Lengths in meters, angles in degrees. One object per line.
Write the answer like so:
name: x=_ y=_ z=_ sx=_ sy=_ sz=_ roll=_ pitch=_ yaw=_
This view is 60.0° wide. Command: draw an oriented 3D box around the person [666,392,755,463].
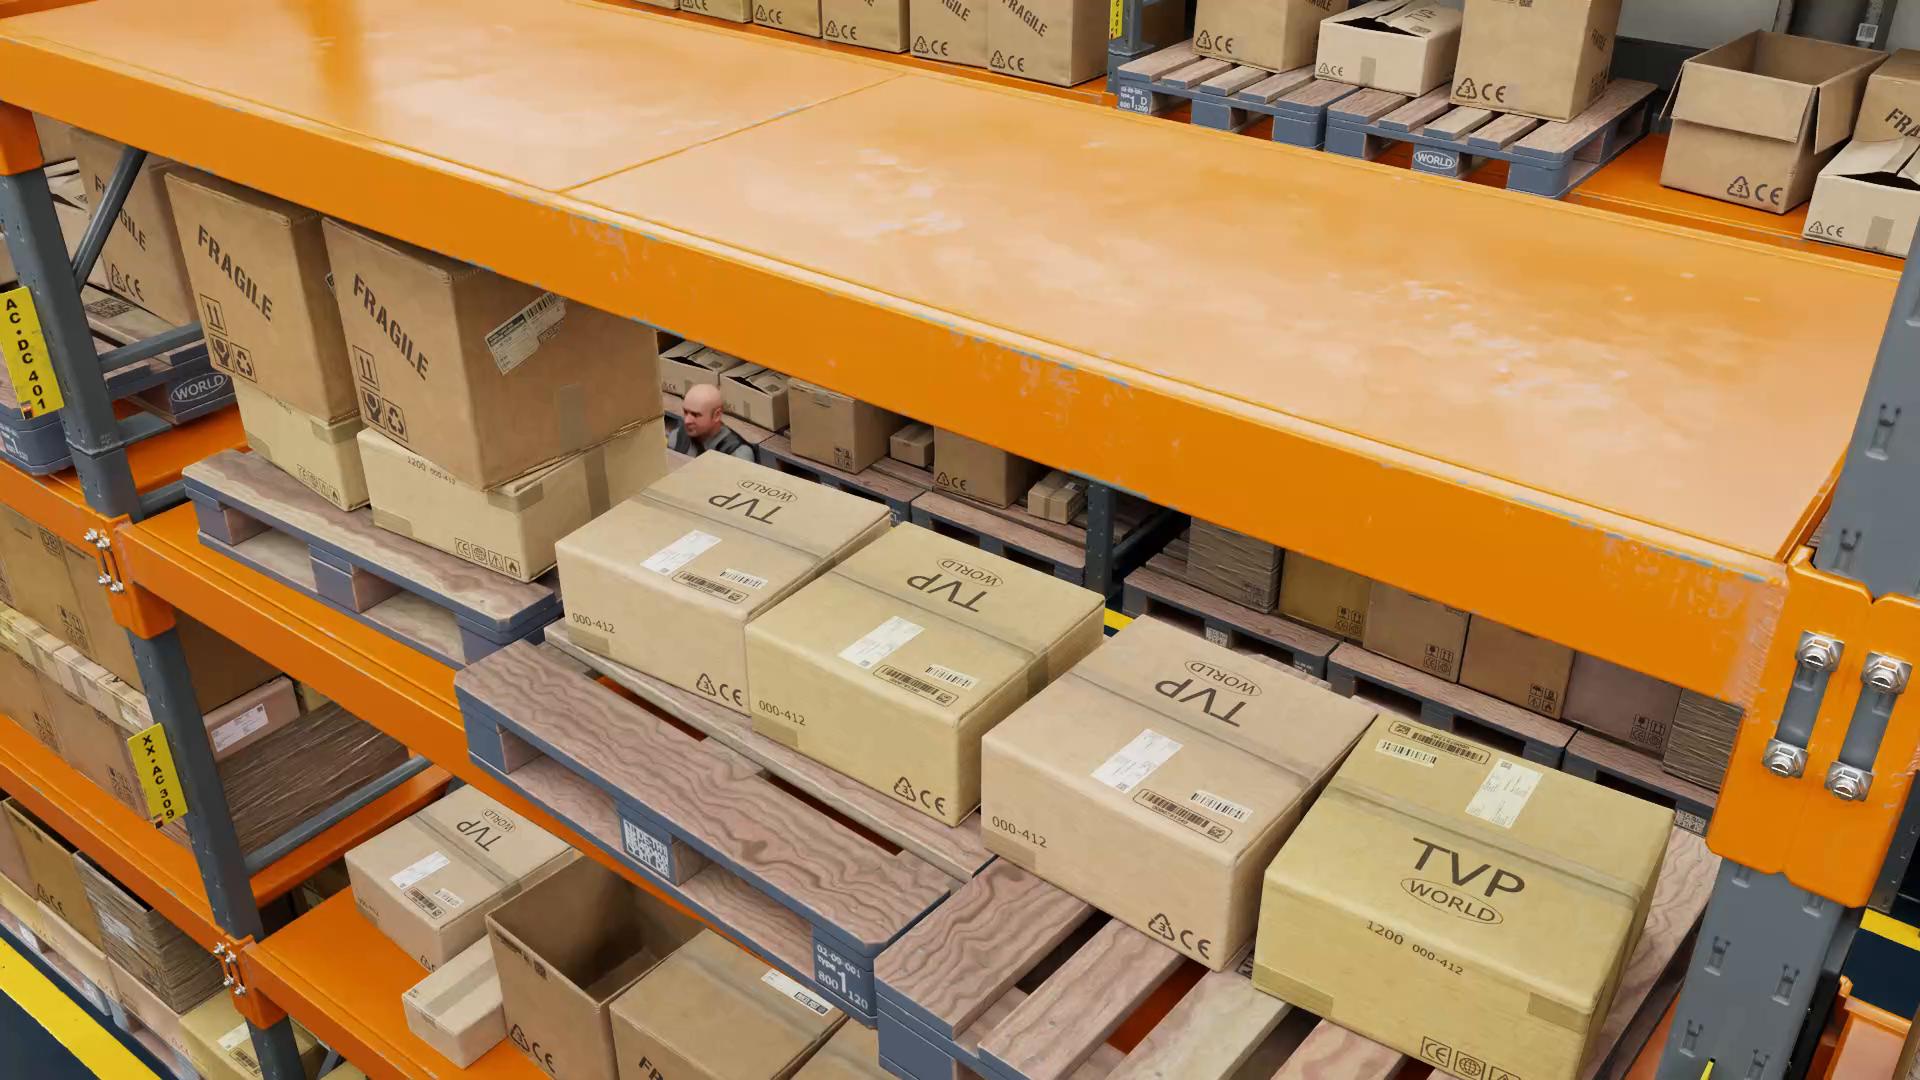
person: x=-1.178 y=0.039 z=8.047 sx=0.579 sy=1.719 sz=0.422 roll=19 pitch=36 yaw=29
